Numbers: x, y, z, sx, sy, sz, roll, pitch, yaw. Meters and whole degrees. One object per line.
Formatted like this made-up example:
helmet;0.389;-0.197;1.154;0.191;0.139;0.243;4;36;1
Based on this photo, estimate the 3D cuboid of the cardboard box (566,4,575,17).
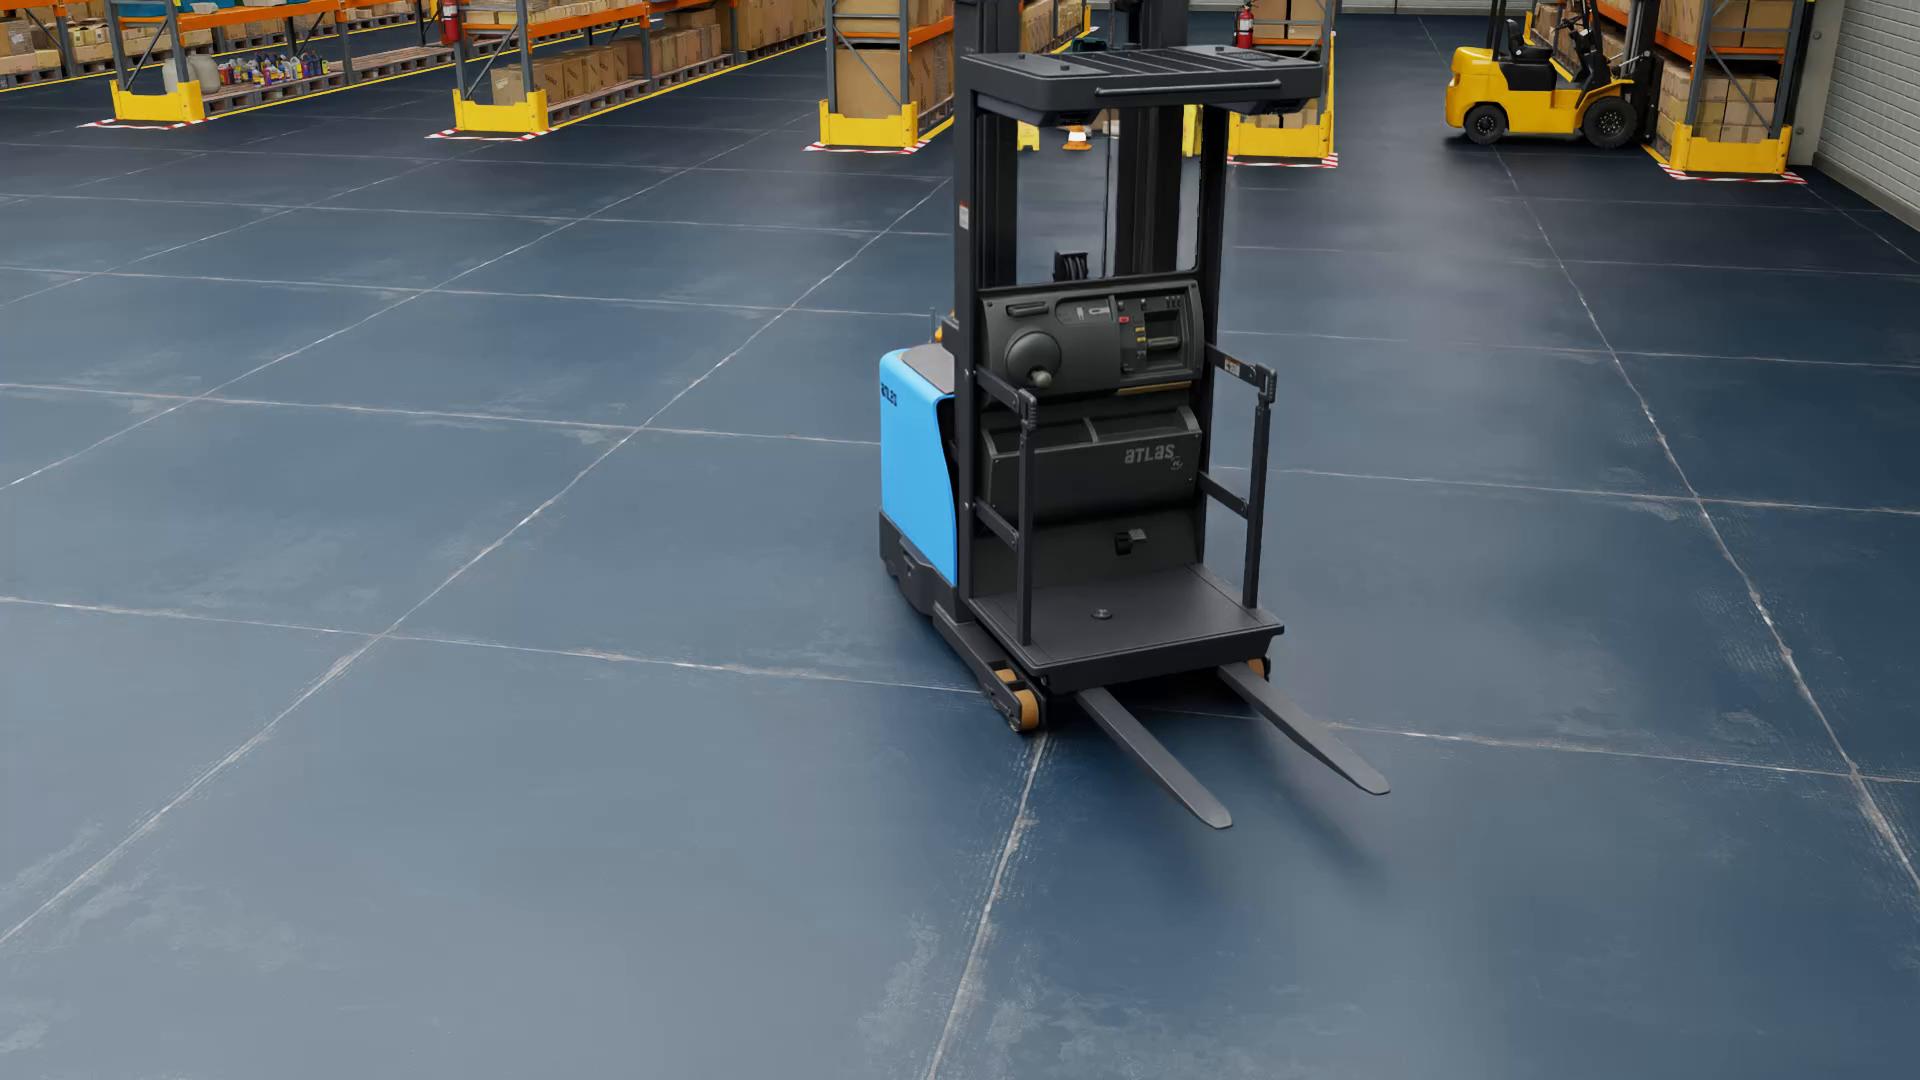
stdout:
cardboard box;-5.409;-7.121;22.357;0.380;0.149;0.250;4;22;11

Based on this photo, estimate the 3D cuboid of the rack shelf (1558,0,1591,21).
rack shelf;10.653;-8.885;27.363;1.077;0.370;4.000;4;22;11

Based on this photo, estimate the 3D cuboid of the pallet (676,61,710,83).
pallet;-4.728;-7.596;26.931;1.003;0.211;1.213;4;22;11

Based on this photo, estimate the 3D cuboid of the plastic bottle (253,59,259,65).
plastic bottle;-10.584;-7.084;24.991;0.097;0.271;0.097;0;22;0

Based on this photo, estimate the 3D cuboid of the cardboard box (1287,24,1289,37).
cardboard box;4.062;-6.024;19.632;0.380;0.149;0.250;5;22;12

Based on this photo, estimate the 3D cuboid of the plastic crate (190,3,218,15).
plastic crate;-10.300;-7.252;22.698;0.298;0.136;0.250;4;22;11

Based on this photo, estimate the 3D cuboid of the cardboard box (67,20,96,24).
cardboard box;-14.824;-8.636;28.149;0.500;0.311;0.500;4;22;11

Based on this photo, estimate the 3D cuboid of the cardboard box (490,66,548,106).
cardboard box;-5.805;-5.956;21.912;0.500;0.500;0.500;9;24;21

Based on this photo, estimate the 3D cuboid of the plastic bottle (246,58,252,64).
plastic bottle;-10.665;-7.089;24.987;0.061;0.283;0.133;5;23;13

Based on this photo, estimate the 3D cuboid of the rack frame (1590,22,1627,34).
rack frame;10.245;-8.487;25.412;1.000;3.000;0.127;4;22;11

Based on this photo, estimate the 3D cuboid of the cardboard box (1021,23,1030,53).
cardboard box;0.913;-8.479;28.176;0.500;0.500;0.500;4;22;9

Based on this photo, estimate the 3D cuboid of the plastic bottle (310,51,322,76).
plastic bottle;-9.831;-7.252;25.303;0.144;0.351;0.185;4;22;9

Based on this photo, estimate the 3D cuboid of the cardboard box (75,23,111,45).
cardboard box;-14.394;-8.408;27.583;0.500;0.311;0.500;4;22;10

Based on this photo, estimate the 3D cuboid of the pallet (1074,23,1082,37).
pallet;1.935;-10.515;34.179;1.003;0.211;1.213;4;22;11

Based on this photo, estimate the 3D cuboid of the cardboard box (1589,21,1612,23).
cardboard box;10.318;-8.312;26.892;0.380;0.149;0.250;5;22;12

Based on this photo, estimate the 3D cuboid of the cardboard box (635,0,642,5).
cardboard box;-4.889;-7.939;24.388;0.380;0.149;0.250;4;22;11

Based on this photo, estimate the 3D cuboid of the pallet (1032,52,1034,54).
pallet;0.679;-8.197;28.424;1.003;0.211;1.213;4;22;11

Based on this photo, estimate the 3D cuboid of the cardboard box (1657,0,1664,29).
cardboard box;8.890;-6.552;20.472;0.500;0.500;0.500;4;22;10

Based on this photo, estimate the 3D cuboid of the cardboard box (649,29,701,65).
cardboard box;-4.643;-8.006;26.975;0.700;0.500;0.500;6;23;15

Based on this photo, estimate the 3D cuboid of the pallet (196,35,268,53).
pallet;-13.824;-9.353;31.295;1.003;0.211;1.213;4;22;11

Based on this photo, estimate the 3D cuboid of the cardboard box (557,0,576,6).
cardboard box;-5.681;-7.449;22.302;0.875;0.500;0.500;4;22;11

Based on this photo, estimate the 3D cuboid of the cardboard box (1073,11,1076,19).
cardboard box;2.125;-10.546;33.379;0.380;0.149;0.250;5;22;12

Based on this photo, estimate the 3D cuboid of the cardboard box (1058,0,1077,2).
cardboard box;2.184;-10.978;34.055;0.380;0.149;0.250;5;22;12

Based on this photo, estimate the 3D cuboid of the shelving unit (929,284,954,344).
shelving unit;0.030;-0.620;8.287;0.258;1.200;0.503;5;22;11

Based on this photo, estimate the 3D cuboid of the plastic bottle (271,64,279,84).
plastic bottle;-10.032;-6.811;24.314;0.097;0.271;0.097;0;22;0

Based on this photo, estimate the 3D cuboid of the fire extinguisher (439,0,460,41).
fire extinguisher;-6.423;-6.651;20.957;0.296;0.674;0.183;4;22;11

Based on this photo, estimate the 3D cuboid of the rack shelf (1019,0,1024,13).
rack shelf;0.110;-8.140;25.512;1.077;0.370;4.000;4;22;11

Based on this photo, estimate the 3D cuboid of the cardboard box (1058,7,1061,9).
cardboard box;1.756;-10.216;32.162;0.380;0.149;0.250;4;22;10

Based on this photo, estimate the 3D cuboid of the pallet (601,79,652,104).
pallet;-5.235;-6.615;24.496;1.003;0.211;1.213;4;22;11

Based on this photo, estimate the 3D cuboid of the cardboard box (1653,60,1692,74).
cardboard box;8.704;-5.694;20.257;0.500;0.250;0.500;4;22;10

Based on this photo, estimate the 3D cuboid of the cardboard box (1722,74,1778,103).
cardboard box;8.896;-5.106;18.797;0.500;0.250;0.500;4;22;10

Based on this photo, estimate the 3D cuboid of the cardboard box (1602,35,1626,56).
cardboard box;9.979;-7.114;24.619;0.875;0.625;0.625;5;23;13

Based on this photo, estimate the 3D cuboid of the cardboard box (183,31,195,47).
cardboard box;-13.984;-8.896;29.545;0.500;0.250;0.500;4;22;10

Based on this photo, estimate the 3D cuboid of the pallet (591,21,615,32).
pallet;-7.990;-10.886;35.101;1.003;0.211;1.213;4;22;11

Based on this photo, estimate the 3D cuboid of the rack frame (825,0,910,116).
rack frame;-1.114;-6.279;19.929;1.000;3.000;0.127;4;22;11

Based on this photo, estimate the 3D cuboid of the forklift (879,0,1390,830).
forklift;0.613;-0.785;6.379;1.130;2.935;3.031;-8;23;-19

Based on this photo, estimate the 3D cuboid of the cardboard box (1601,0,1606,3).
cardboard box;9.808;-8.091;24.628;0.500;0.250;0.500;4;22;10

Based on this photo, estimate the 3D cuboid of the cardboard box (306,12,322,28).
cardboard box;-13.127;-10.501;33.170;0.500;0.500;0.500;5;22;11

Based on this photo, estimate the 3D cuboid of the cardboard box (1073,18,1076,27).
cardboard box;2.128;-10.413;33.449;0.380;0.149;0.250;3;22;9

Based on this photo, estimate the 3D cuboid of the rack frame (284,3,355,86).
rack frame;-9.981;-8.535;25.530;1.000;3.000;0.127;4;22;11

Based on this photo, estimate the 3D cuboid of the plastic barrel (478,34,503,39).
plastic barrel;-8.852;-9.667;31.007;0.600;0.588;0.708;4;22;11

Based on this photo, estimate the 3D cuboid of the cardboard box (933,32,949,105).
cardboard box;-0.675;-6.397;22.503;0.875;0.875;0.875;5;22;11

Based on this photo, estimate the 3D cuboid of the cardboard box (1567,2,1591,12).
cardboard box;10.722;-9.215;28.736;0.380;0.149;0.250;3;22;8

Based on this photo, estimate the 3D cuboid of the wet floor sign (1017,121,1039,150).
wet floor sign;0.819;-5.025;19.968;0.267;0.644;0.232;1;22;2

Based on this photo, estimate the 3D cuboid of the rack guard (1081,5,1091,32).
rack guard;2.135;-10.943;34.856;1.175;0.500;0.348;4;22;11

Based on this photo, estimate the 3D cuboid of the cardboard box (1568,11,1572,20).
cardboard box;10.747;-9.068;28.771;0.380;0.149;0.250;4;22;9

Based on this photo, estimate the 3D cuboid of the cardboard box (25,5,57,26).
cardboard box;-18.400;-10.529;32.797;0.750;0.750;0.750;4;22;11

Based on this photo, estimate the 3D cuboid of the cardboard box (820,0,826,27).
cardboard box;-3.104;-10.856;33.577;0.875;0.875;0.875;4;22;11

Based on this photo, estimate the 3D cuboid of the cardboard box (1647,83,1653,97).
cardboard box;8.709;-5.470;20.371;0.500;0.250;0.500;4;22;11

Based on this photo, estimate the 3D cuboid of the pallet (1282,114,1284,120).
pallet;4.220;-5.412;21.509;1.003;0.211;1.213;4;22;11

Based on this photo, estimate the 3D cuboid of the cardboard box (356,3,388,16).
cardboard box;-12.819;-11.573;35.826;0.797;0.503;0.637;4;22;11
